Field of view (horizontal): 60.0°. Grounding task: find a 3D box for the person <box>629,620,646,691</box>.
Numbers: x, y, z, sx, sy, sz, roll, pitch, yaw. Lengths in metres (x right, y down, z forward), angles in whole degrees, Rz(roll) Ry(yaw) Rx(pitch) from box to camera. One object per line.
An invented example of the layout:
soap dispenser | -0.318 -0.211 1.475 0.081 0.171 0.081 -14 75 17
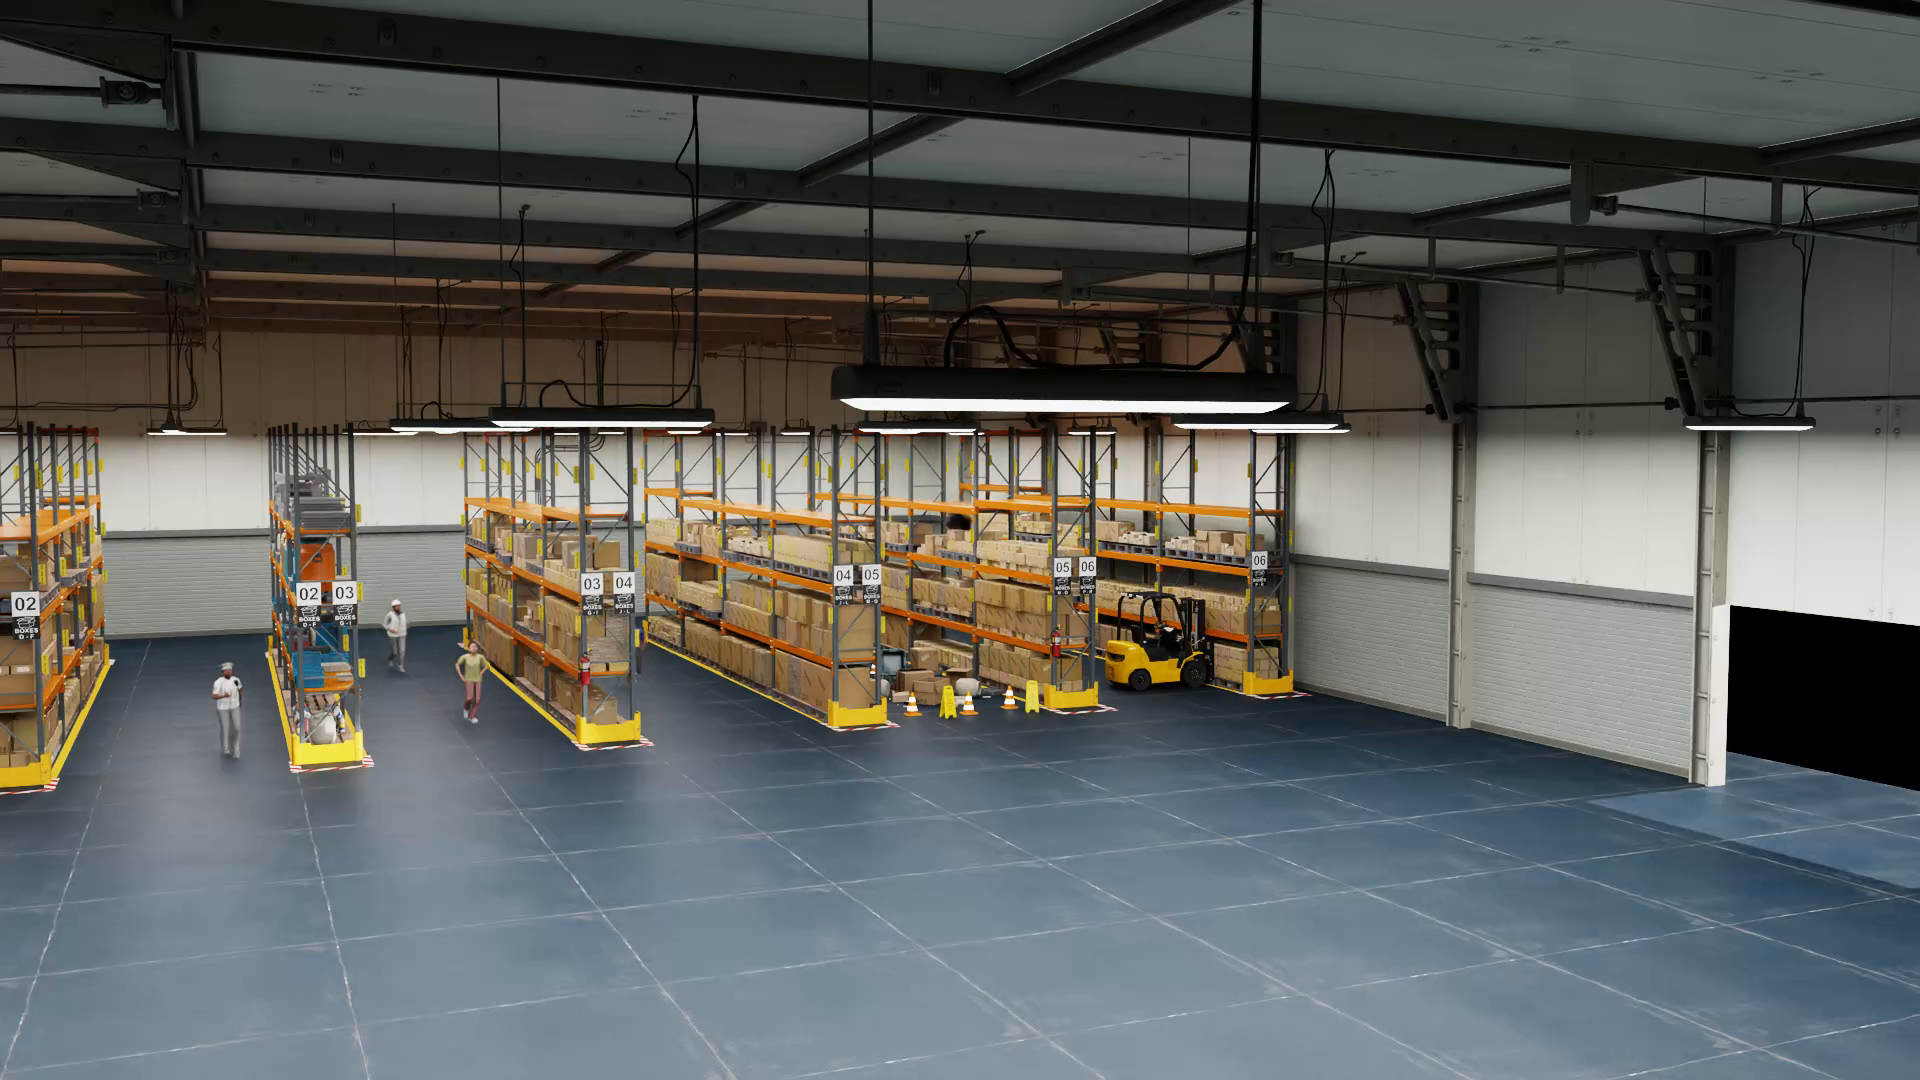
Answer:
person | -7.441 2.606 37.939 0.576 1.638 0.606 -1 4 -23

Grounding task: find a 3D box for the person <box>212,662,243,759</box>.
person | -13.113 3.060 29.842 0.558 1.747 0.698 -2 4 -35

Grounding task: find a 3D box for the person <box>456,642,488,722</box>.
person | -9.785 2.858 33.442 0.624 1.638 0.514 -2 4 -27

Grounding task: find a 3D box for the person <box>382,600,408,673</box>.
person | -13.850 2.359 40.853 0.666 1.768 0.831 -3 4 -38
